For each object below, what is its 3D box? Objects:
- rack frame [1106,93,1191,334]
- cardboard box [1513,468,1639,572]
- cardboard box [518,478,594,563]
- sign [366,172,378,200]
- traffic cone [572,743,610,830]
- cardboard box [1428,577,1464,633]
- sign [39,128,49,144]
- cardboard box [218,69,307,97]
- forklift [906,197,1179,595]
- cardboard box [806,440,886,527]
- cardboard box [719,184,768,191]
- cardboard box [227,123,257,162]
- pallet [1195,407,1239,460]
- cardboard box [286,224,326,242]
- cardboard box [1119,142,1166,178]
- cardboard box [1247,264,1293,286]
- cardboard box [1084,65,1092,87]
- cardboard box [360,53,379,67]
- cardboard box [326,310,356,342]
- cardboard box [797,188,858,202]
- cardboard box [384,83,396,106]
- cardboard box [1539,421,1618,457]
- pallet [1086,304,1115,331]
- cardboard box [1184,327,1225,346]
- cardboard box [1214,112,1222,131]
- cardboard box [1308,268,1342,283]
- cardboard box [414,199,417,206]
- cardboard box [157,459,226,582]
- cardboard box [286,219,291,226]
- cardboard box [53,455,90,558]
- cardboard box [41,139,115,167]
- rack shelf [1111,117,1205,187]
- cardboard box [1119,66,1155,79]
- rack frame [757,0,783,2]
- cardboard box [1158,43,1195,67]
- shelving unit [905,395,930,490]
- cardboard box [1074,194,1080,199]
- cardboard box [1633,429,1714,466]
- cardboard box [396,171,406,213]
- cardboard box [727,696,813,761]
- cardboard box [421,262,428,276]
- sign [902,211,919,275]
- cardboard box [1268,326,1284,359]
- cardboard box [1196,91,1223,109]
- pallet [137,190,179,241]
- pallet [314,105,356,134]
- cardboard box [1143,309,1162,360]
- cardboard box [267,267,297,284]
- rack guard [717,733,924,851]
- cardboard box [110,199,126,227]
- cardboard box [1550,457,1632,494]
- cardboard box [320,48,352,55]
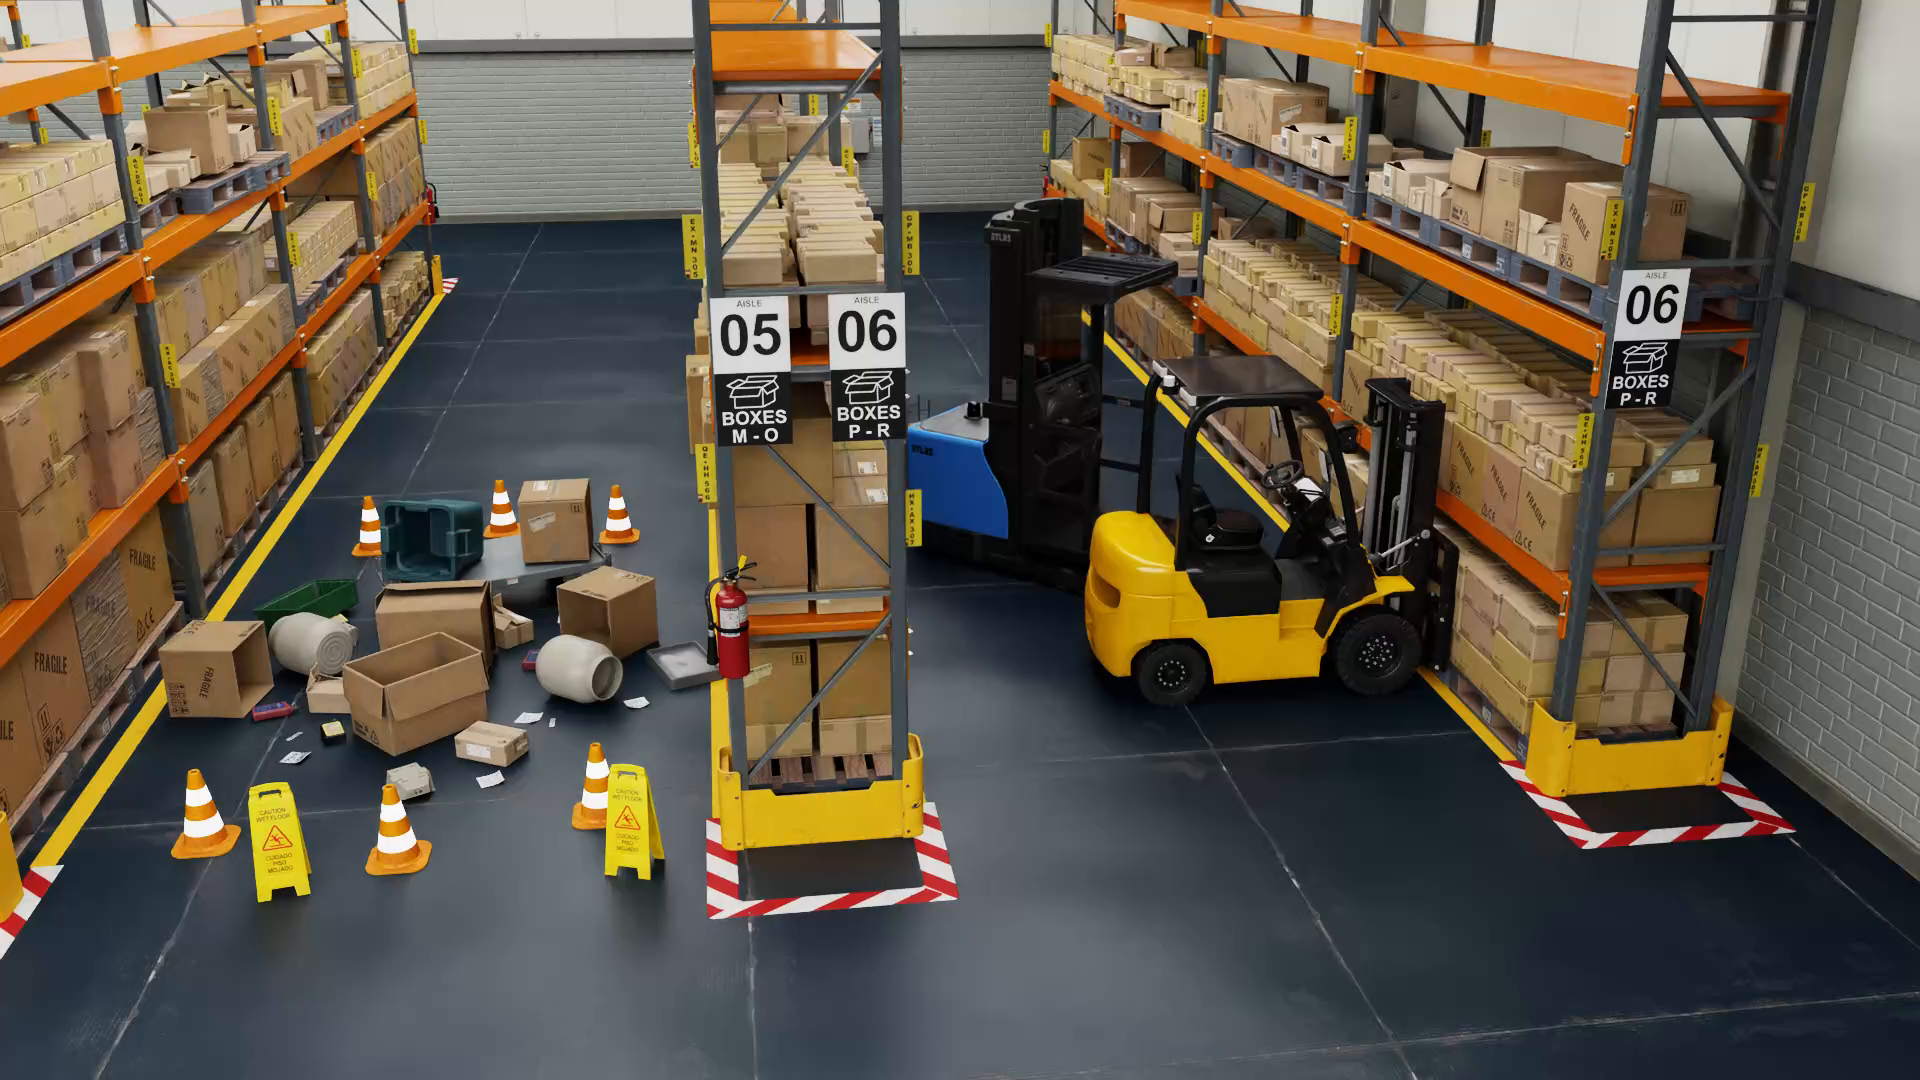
[{"bbox_3d":[2.385,-4.092,20.959,1.000,3.000,0.127,-3,21,-8],"label":"rack frame"},{"bbox_3d":[3.784,-0.141,10.238,0.500,0.500,0.500,-3,21,-9],"label":"cardboard box"},{"bbox_3d":[-3.131,-0.154,12.906,0.500,0.500,0.500,-3,21,-8],"label":"cardboard box"},{"bbox_3d":[-6.862,-4.127,19.399,0.100,0.325,0.005,-3,21,-8],"label":"sign"},{"bbox_3d":[-2.135,1.419,9.829,0.336,0.463,0.334,-3,21,-8],"label":"traffic cone"},{"bbox_3d":[3.578,0.415,11.506,0.500,0.250,0.500,-3,21,-9],"label":"cardboard box"},{"bbox_3d":[-12.371,-5.401,22.471,0.100,0.325,0.005,-3,21,-8],"label":"sign"},{"bbox_3d":[-7.318,-4.664,17.457,0.797,0.503,0.637,-3,21,-8],"label":"cardboard box"},{"bbox_3d":[1.043,-1.148,13.175,3.031,2.935,1.130,13,24,31],"label":"forklift"},{"bbox_3d":[-0.743,-0.405,10.520,0.500,0.500,0.500,-3,21,-9],"label":"cardboard box"},{"bbox_3d":[-1.458,-2.250,10.959,0.380,0.149,0.250,-4,21,-10],"label":"cardboard box"},{"bbox_3d":[-6.386,-3.431,14.286,0.500,0.311,0.500,-3,21,-8],"label":"cardboard box"},{"bbox_3d":[3.041,-1.114,16.970,1.003,0.211,1.213,-3,21,-8],"label":"pallet"},{"bbox_3d":[-6.932,-3.240,17.586,0.380,0.149,0.250,-3,21,-9],"label":"cardboard box"},{"bbox_3d":[2.433,-5.041,22.218,0.500,0.500,0.500,-3,21,-9],"label":"cardboard box"},{"bbox_3d":[2.912,-2.486,15.590,0.380,0.149,0.250,-2,21,-7],"label":"cardboard box"},{"bbox_3d":[1.919,-6.078,21.779,0.500,0.250,0.500,-2,21,-7],"label":"cardboard box"},{"bbox_3d":[-7.355,-5.882,20.395,0.380,0.149,0.250,-2,21,-5],"label":"cardboard box"},{"bbox_3d":[-6.902,-2.327,18.133,0.500,0.250,0.500,-4,21,-10],"label":"cardboard box"},{"bbox_3d":[-0.858,-2.187,10.791,0.380,0.149,0.250,-3,21,-7],"label":"cardboard box"},{"bbox_3d":[-7.425,-5.600,20.923,0.500,0.250,0.500,-2,21,-5],"label":"cardboard box"},{"bbox_3d":[3.788,-0.624,10.180,0.380,0.149,0.250,-3,21,-8],"label":"cardboard box"},{"bbox_3d":[2.287,-3.023,22.084,1.003,0.211,1.213,-3,21,-8],"label":"pallet"},{"bbox_3d":[2.639,-2.195,17.925,0.380,0.149,0.250,-4,21,-10],"label":"cardboard box"},{"bbox_3d":[2.711,-4.110,16.312,0.380,0.166,0.250,-3,21,-8],"label":"cardboard box"},{"bbox_3d":[3.449,-2.425,15.425,0.380,0.149,0.250,-2,21,-6],"label":"cardboard box"},{"bbox_3d":[-7.662,-4.636,22.775,0.380,0.149,0.250,-3,21,-8],"label":"cardboard box"},{"bbox_3d":[-6.436,-0.139,12.990,1.050,0.750,0.750,-3,21,-8],"label":"cardboard box"},{"bbox_3d":[-7.770,-3.525,18.774,0.380,0.149,0.250,-3,21,-9],"label":"cardboard box"},{"bbox_3d":[-5.954,-0.168,10.239,0.875,0.550,0.500,-3,21,-8],"label":"cardboard box"},{"bbox_3d":[-5.889,-2.580,11.100,0.380,0.149,0.250,-3,21,-8],"label":"cardboard box"},{"bbox_3d":[2.673,-4.468,18.706,1.077,0.370,4.000,-3,21,-8],"label":"rack shelf"},{"bbox_3d":[2.103,-5.548,19.761,0.380,0.149,0.250,-3,21,-7],"label":"cardboard box"},{"bbox_3d":[-2.527,-6.651,19.236,1.000,3.000,0.127,-3,21,-8],"label":"rack frame"},{"bbox_3d":[2.567,-5.764,19.748,0.396,0.266,0.258,-3,21,-8],"label":"cardboard box"},{"bbox_3d":[-0.402,-0.629,14.260,0.258,1.200,0.189,-11,23,-28],"label":"shelving unit"},{"bbox_3d":[1.779,-4.693,22.927,0.380,0.149,0.250,-2,21,-7],"label":"cardboard box"},{"bbox_3d":[4.277,-0.554,9.992,0.380,0.149,0.250,-3,21,-9],"label":"cardboard box"},{"bbox_3d":[-7.454,-4.457,21.369,0.500,0.500,0.500,-2,21,-5],"label":"cardboard box"},{"bbox_3d":[-1.183,1.131,10.304,0.500,0.250,0.500,-3,21,-8],"label":"cardboard box"},{"bbox_3d":[-7.629,-3.773,23.154,0.380,0.149,0.250,-3,21,-9],"label":"cardboard box"},{"bbox_3d":[-0.260,-1.528,8.557,0.100,0.325,0.005,-3,21,-8],"label":"sign"},{"bbox_3d":[3.087,-1.760,14.931,0.500,0.250,0.500,-3,21,-7],"label":"cardboard box"},{"bbox_3d":[2.619,-4.472,16.909,0.380,0.149,0.250,-2,21,-6],"label":"cardboard box"},{"bbox_3d":[-6.438,-2.416,12.459,0.805,0.209,1.217,-4,21,-10],"label":"pallet"},{"bbox_3d":[-7.427,-4.654,18.444,1.213,0.211,1.003,-3,21,-8],"label":"pallet"},{"bbox_3d":[2.454,-2.402,19.407,0.500,0.500,0.500,-4,21,-10],"label":"cardboard box"},{"bbox_3d":[-6.705,-2.566,16.208,0.380,0.149,0.250,-2,21,-5],"label":"cardboard box"},{"bbox_3d":[-0.808,1.459,9.669,1.175,0.500,0.348,-3,21,-8],"label":"rack guard"},{"bbox_3d":[-5.888,-2.207,11.241,0.380,0.149,0.250,-3,21,-8],"label":"cardboard box"},{"bbox_3d":[3.787,-0.394,9.987,0.380,0.149,0.250,-3,21,-7],"label":"cardboard box"},{"bbox_3d":[-8.004,-6.218,21.294,0.380,0.149,0.250,-2,21,-6],"label":"cardboard box"}]
